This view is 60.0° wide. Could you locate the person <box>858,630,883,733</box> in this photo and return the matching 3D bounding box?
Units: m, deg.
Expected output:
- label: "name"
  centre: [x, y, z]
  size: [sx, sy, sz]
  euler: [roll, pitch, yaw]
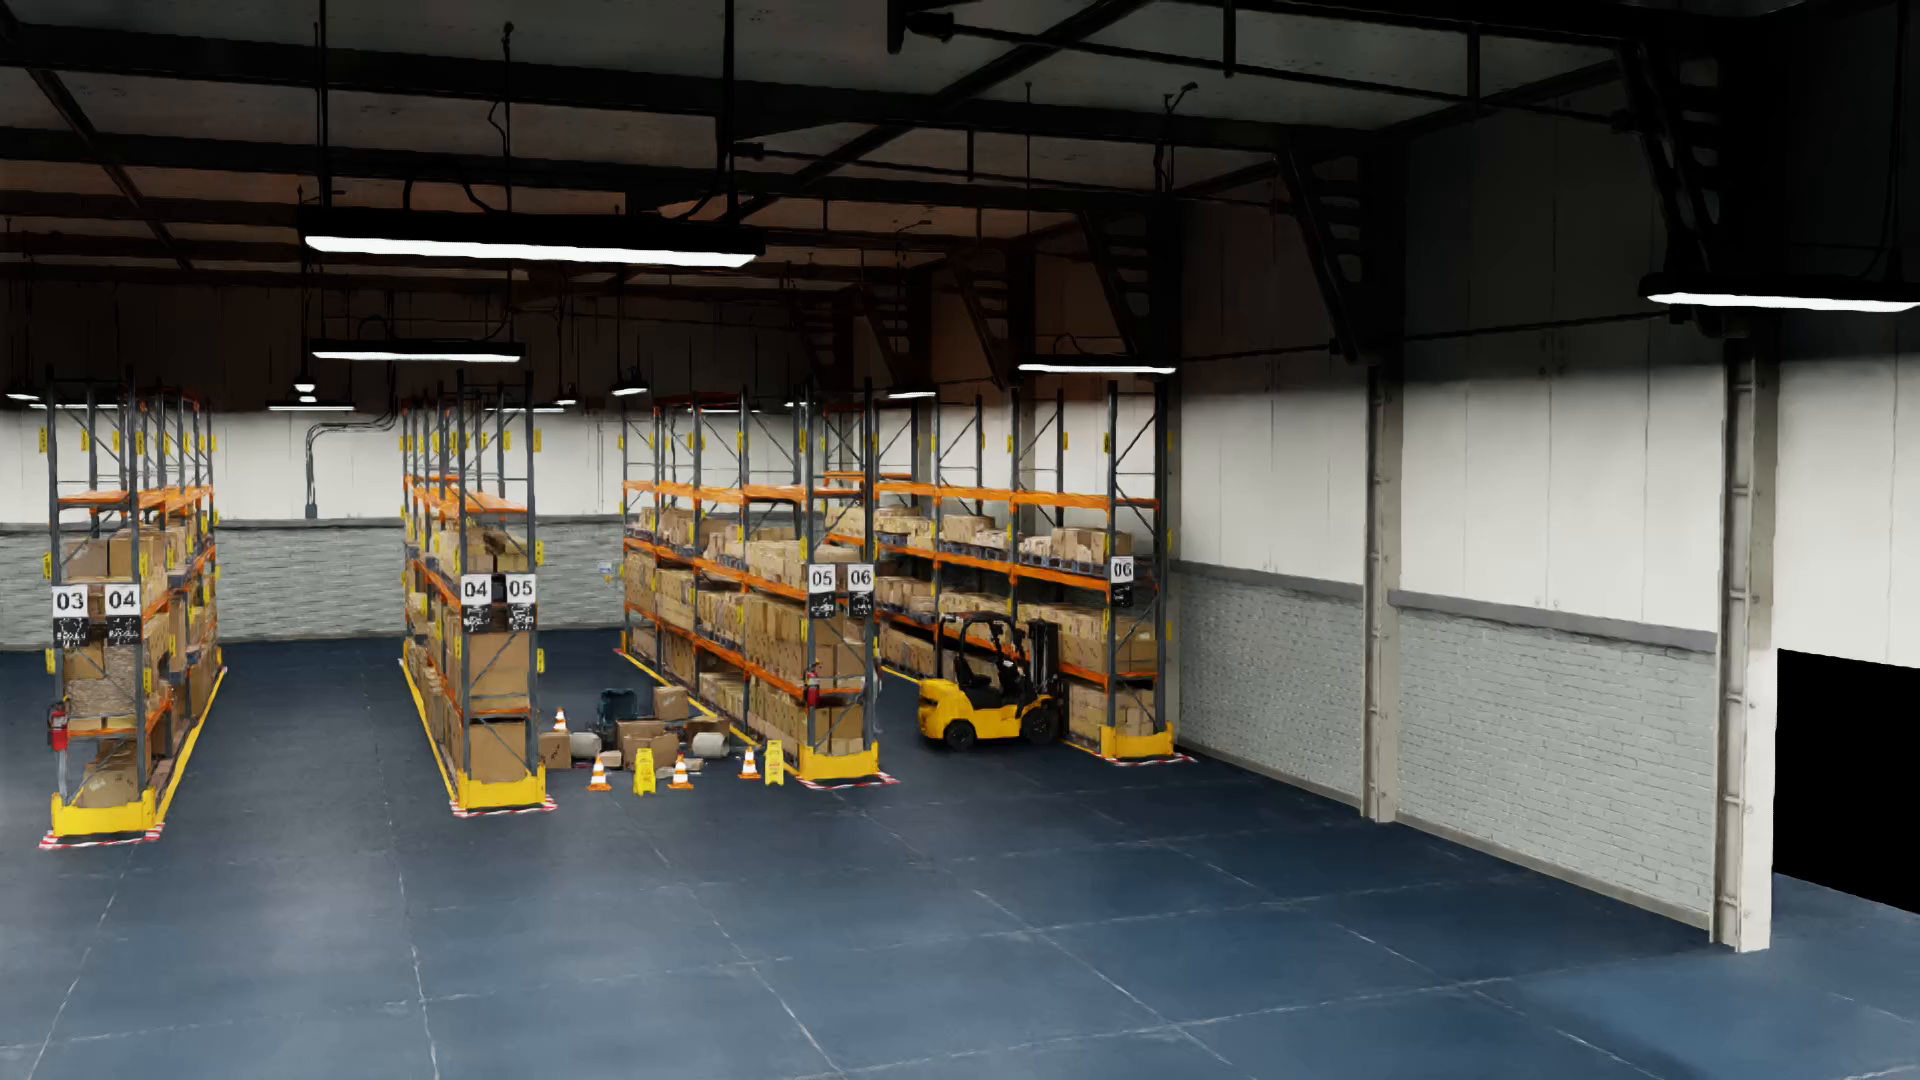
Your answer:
- label: "person"
  centre: [-1.565, 2.415, 28.716]
  size: [0.617, 1.786, 0.456]
  euler: [3, 4, 38]
